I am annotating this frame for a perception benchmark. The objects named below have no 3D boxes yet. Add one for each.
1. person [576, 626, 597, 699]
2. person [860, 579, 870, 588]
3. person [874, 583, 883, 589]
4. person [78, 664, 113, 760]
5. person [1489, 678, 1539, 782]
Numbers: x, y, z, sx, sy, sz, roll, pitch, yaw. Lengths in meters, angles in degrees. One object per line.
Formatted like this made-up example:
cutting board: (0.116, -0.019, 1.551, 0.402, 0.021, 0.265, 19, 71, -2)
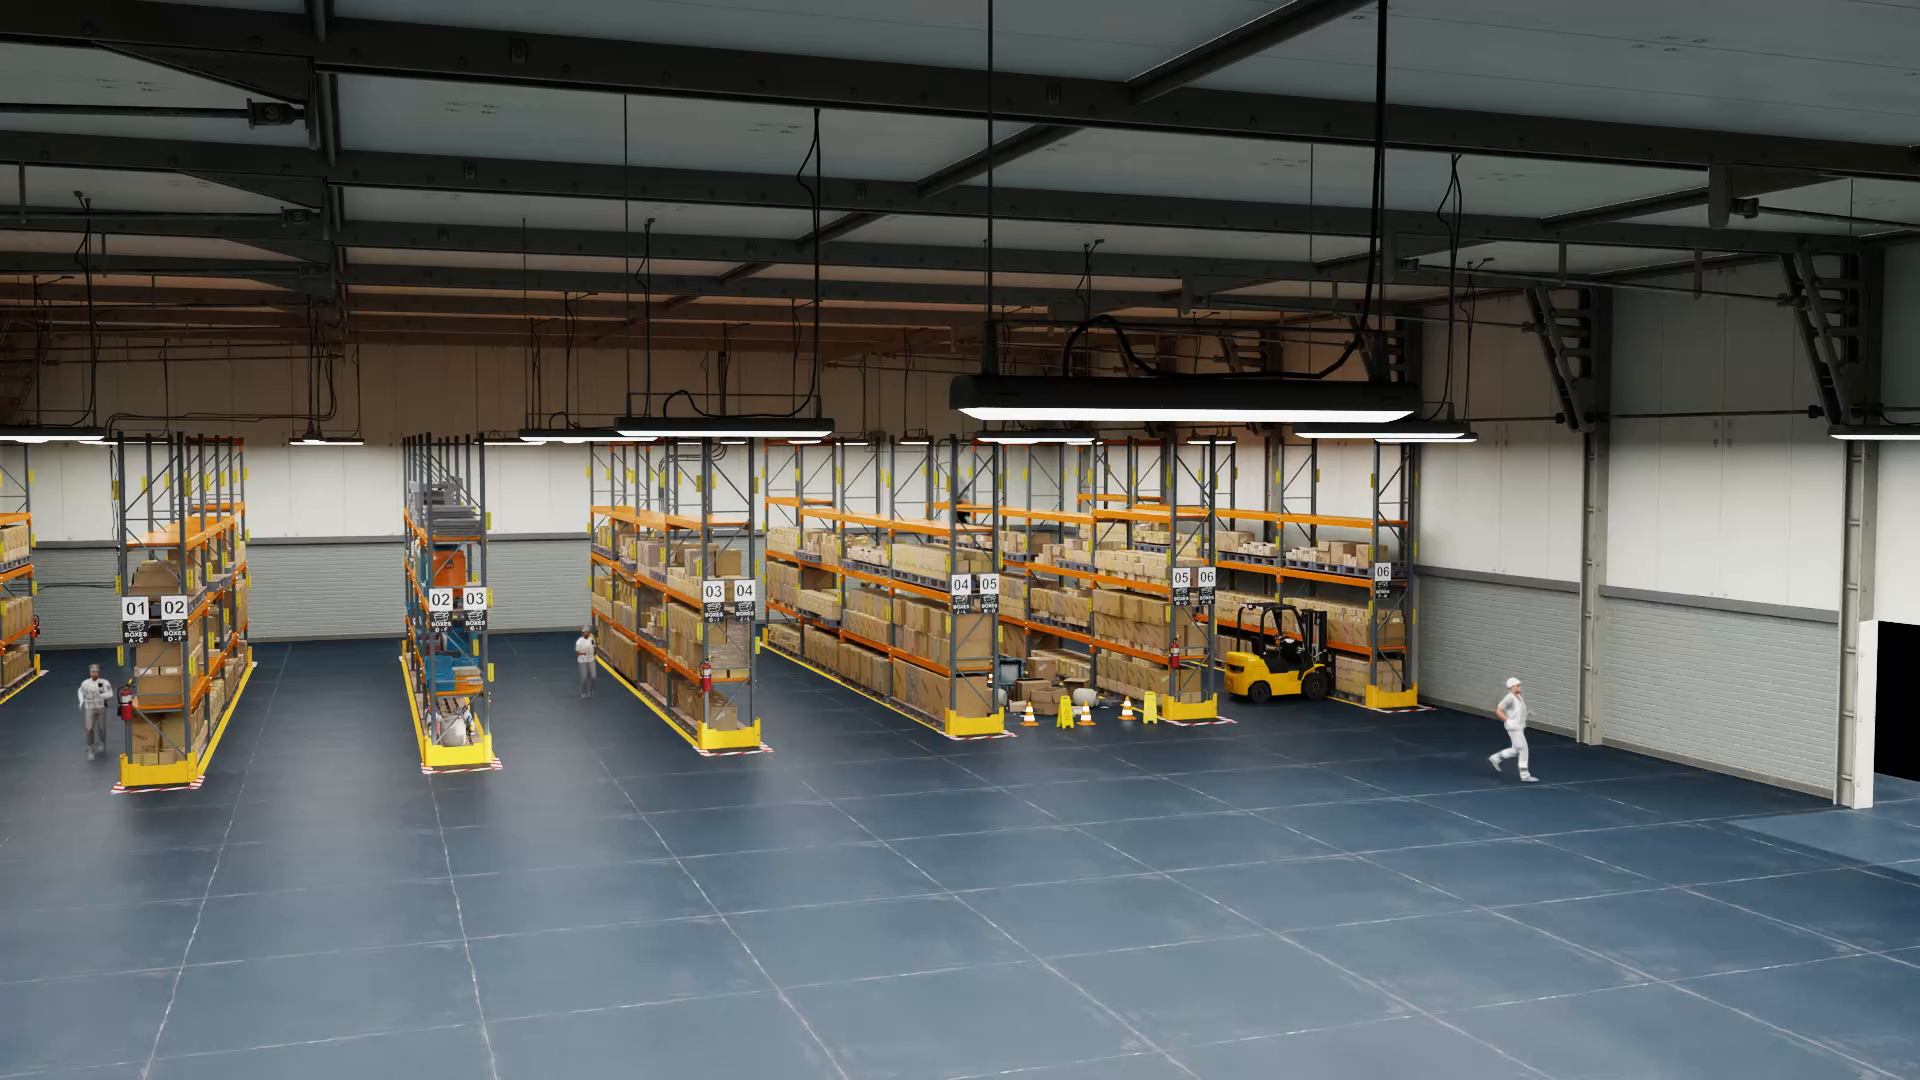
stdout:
person: (-8.469, 2.789, 37.832, 0.542, 1.690, 0.671, -2, 4, -28)
person: (-2.802, 2.032, 50.723, 0.972, 1.778, 0.655, -1, 3, -17)
person: (-2.560, 2.044, 51.143, 0.712, 1.746, 0.594, -2, 4, -34)
person: (-16.006, 3.153, 30.797, 0.598, 1.713, 0.861, -1, 3, -23)
person: (9.522, 3.252, 28.589, 0.914, 1.764, 0.670, 2, 4, 38)
